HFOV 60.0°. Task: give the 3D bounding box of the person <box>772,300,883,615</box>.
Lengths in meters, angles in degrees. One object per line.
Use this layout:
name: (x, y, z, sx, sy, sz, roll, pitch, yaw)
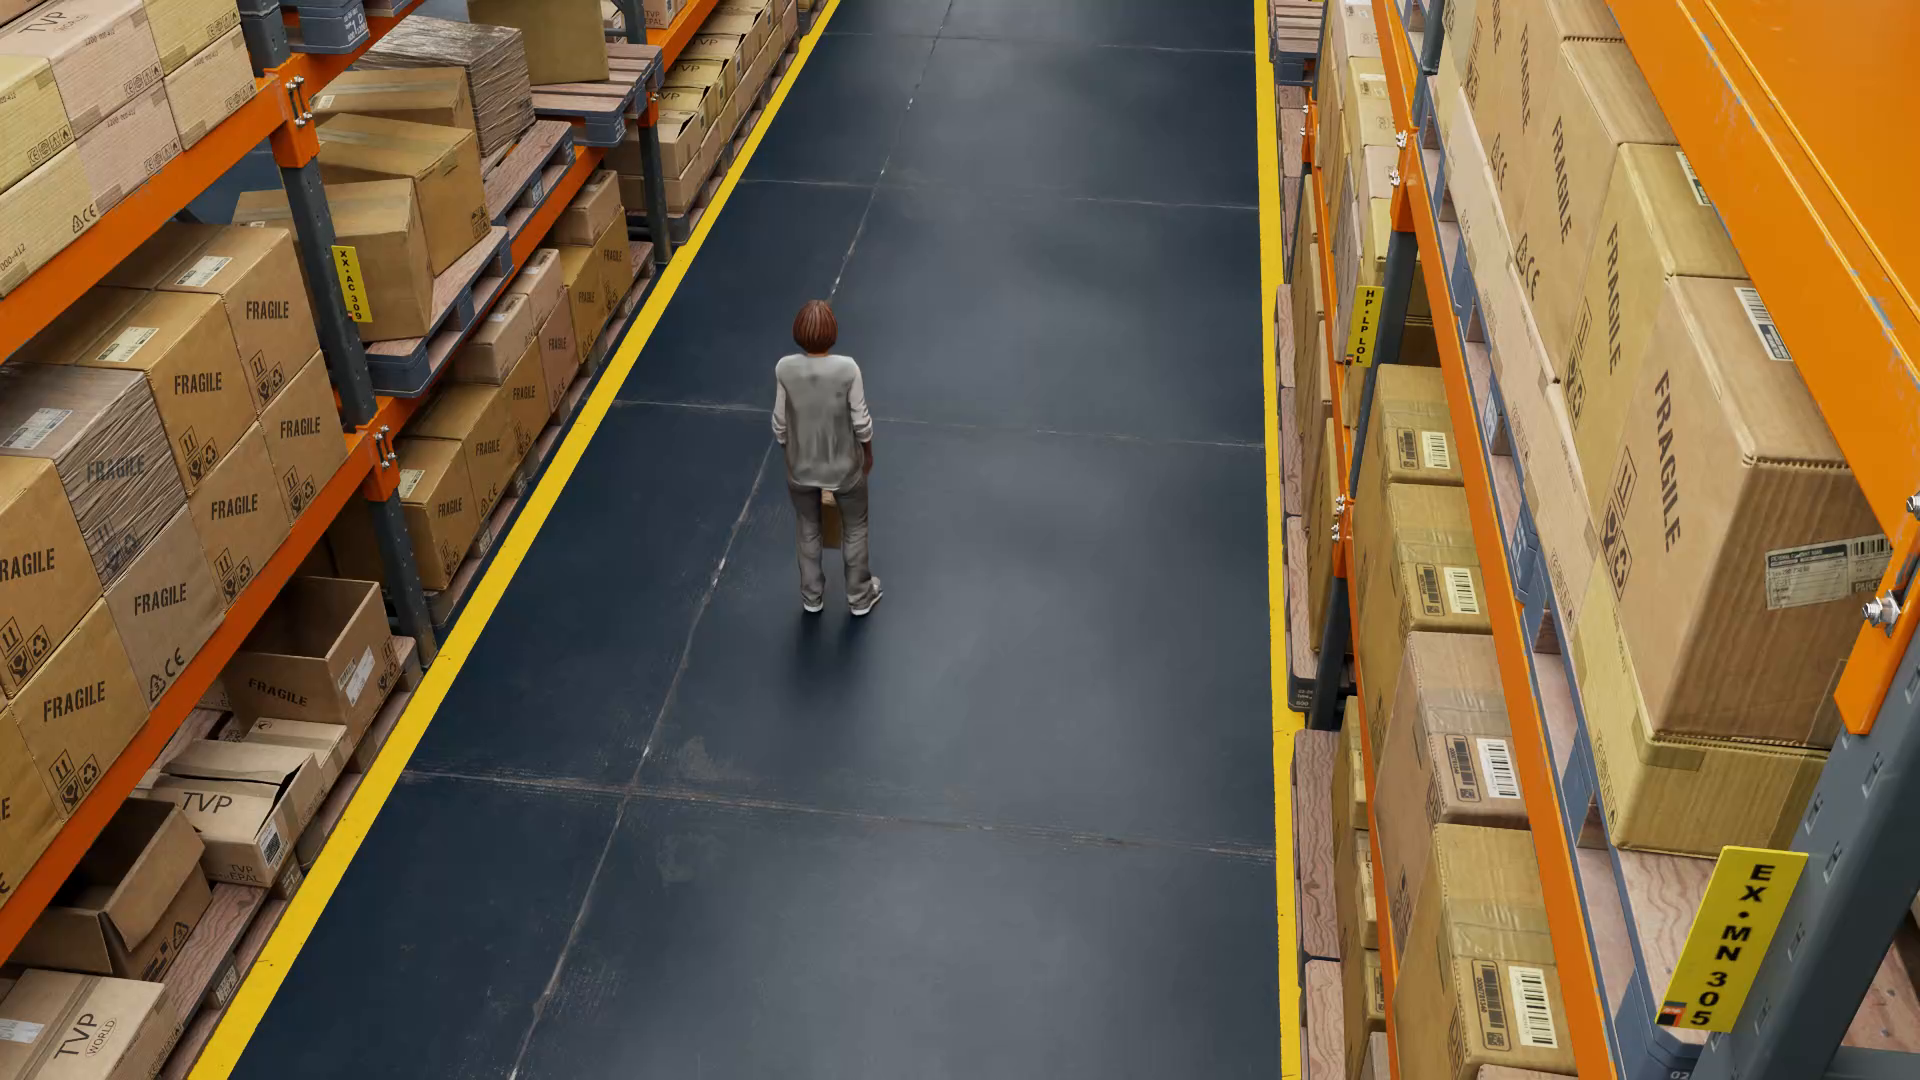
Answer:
person: (-0.606, -0.337, 7.496, 0.455, 1.596, 0.343, 3, 37, 5)
